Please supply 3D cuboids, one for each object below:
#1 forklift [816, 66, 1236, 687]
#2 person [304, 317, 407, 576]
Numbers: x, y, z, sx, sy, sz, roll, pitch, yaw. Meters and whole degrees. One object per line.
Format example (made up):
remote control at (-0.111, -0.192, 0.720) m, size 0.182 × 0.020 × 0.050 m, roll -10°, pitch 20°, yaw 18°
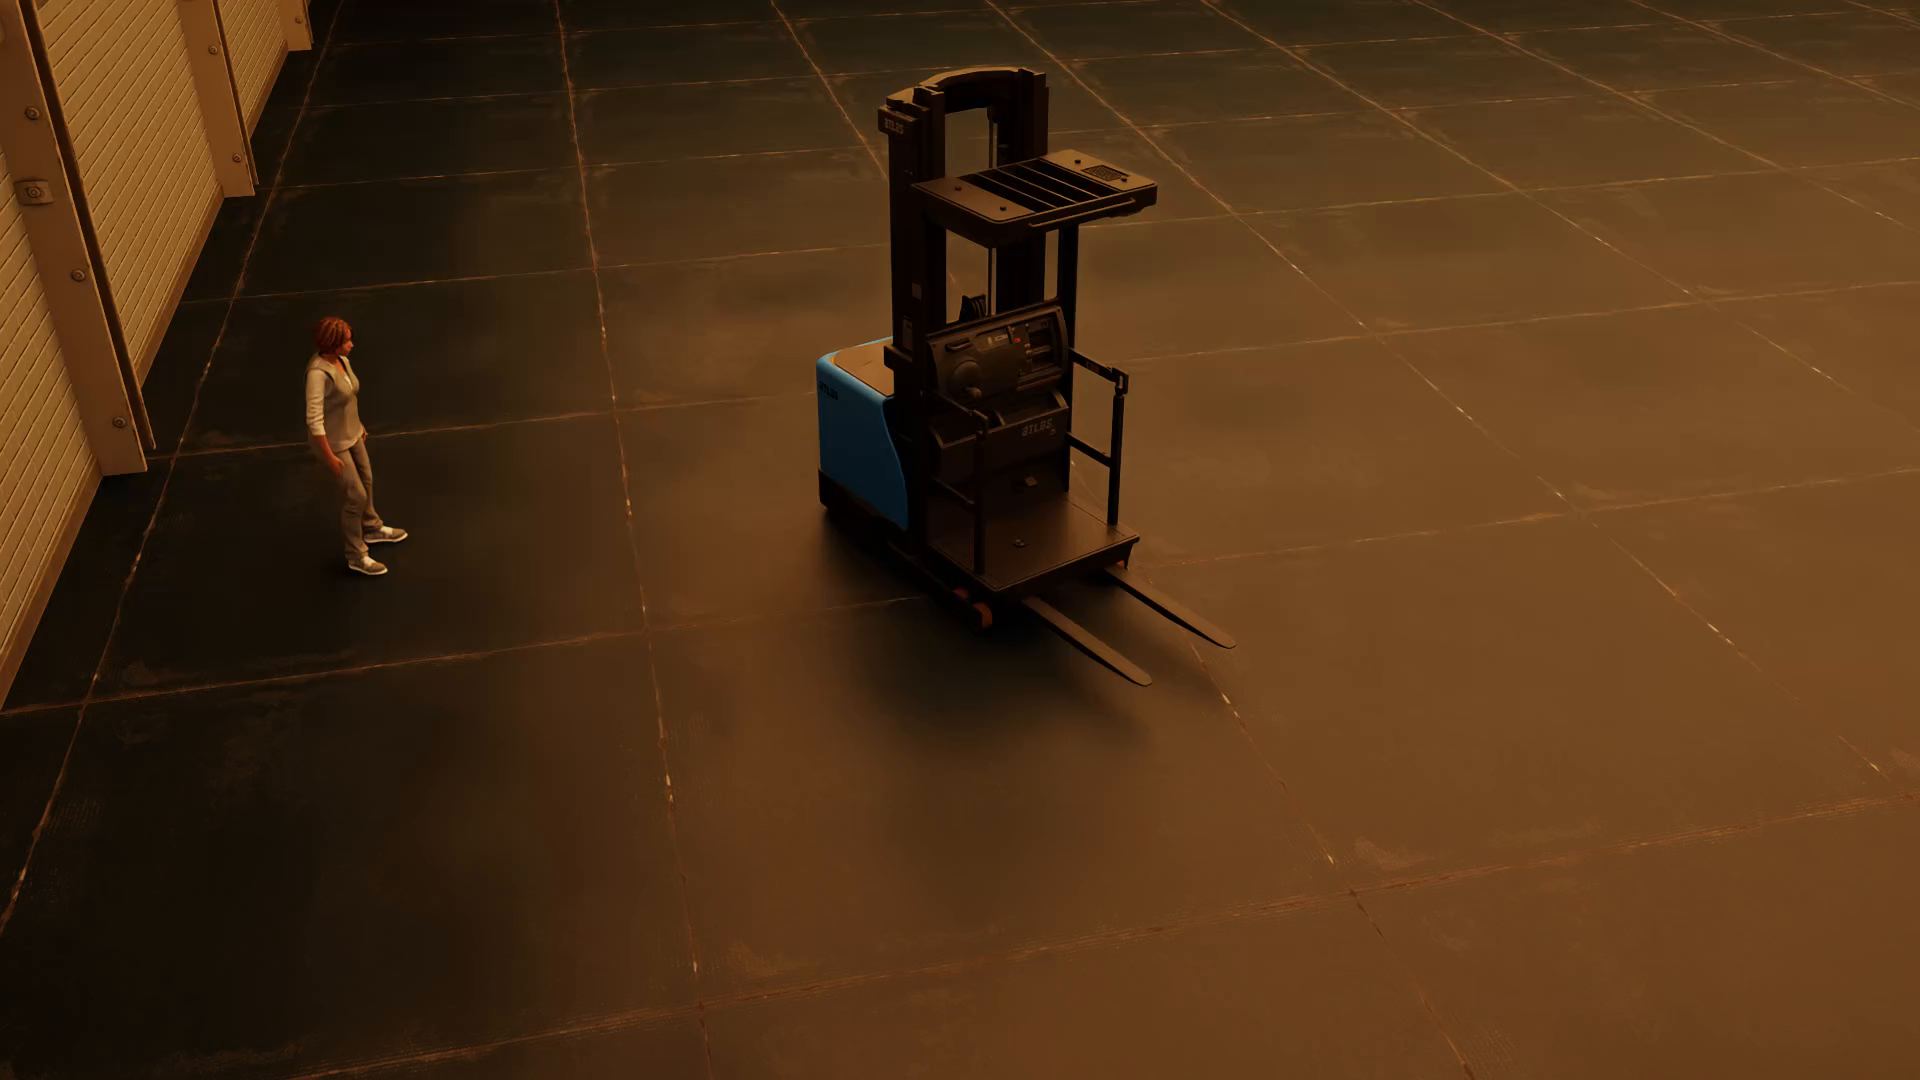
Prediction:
forklift at (0.355, -1.021, 9.338) m, size 1.130 × 2.935 × 3.031 m, roll -20°, pitch 35°, yaw -30°
person at (-3.673, -0.579, 9.918) m, size 0.363 × 1.591 × 0.547 m, roll 0°, pitch 30°, yaw 0°
